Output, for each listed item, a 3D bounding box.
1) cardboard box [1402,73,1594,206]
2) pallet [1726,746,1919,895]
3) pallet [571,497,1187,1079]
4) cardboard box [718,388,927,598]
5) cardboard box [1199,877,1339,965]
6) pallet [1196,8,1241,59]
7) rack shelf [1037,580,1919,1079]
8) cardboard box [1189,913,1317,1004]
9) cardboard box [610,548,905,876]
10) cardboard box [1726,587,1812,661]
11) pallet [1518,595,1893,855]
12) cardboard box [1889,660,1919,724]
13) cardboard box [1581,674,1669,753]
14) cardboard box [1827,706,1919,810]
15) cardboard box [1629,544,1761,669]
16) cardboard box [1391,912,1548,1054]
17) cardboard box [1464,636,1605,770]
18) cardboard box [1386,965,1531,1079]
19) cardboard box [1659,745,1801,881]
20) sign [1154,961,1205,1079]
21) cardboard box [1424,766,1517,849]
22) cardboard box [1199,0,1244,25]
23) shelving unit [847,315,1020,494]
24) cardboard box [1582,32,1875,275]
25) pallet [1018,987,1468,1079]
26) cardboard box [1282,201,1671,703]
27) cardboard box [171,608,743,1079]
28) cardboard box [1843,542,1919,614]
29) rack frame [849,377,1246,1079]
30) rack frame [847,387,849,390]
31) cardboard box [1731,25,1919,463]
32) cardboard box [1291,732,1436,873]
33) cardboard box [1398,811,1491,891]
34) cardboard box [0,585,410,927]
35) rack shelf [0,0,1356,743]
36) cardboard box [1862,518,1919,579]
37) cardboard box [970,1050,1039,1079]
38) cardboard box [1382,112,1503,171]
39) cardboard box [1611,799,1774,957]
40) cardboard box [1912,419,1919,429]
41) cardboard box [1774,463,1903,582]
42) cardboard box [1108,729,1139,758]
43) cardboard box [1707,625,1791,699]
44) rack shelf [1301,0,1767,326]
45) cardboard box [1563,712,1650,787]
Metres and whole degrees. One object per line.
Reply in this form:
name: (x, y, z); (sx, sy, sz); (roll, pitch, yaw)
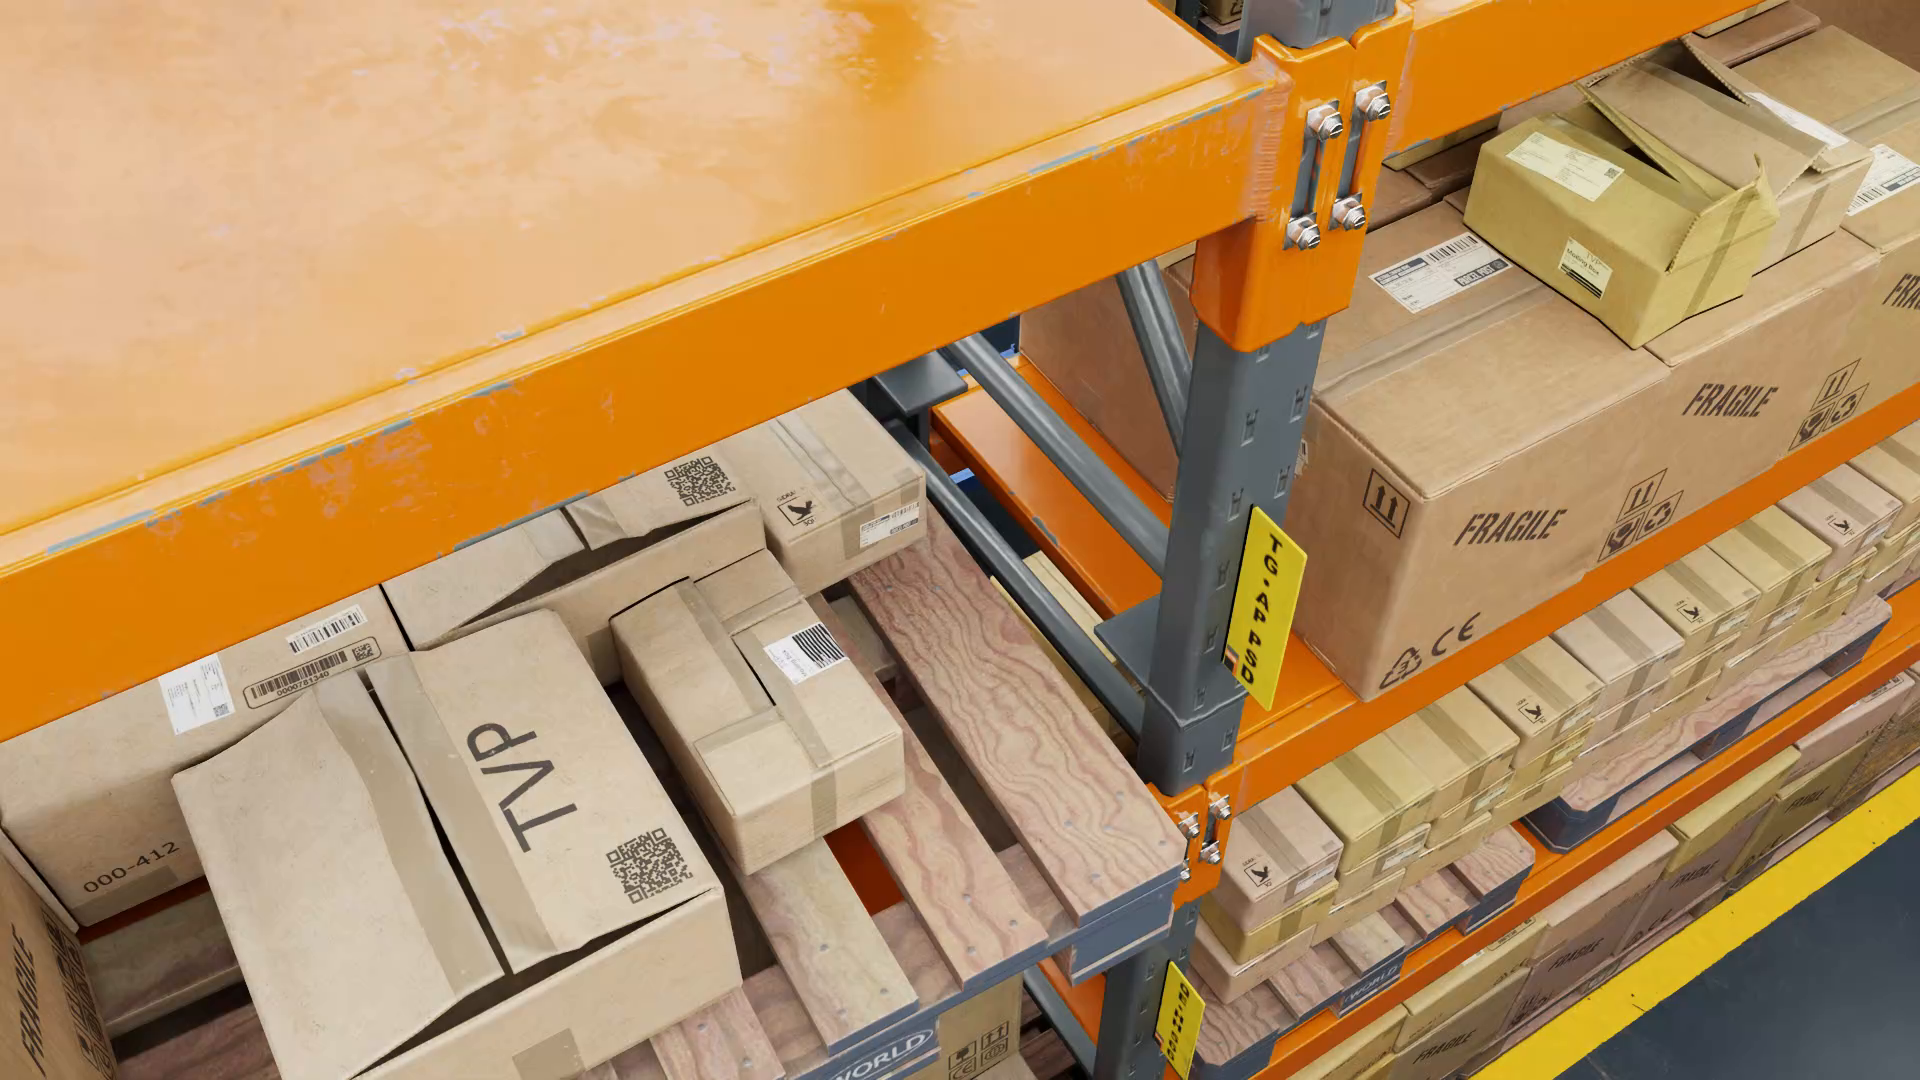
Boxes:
cardboard box: (0.873, -0.688, 3.224); (0.500, 0.500, 0.500); (-25, 53, -21)
pallet: (2.835, 0.583, 6.035); (1.213, 0.211, 1.003); (-25, 53, -21)
pallet: (-0.407, 0.294, 2.543); (1.003, 0.211, 1.213); (-23, 52, -19)
cardboard box: (-0.258, -0.116, 2.602); (0.250, 0.149, 0.380); (-27, 54, -22)
cardboard box: (0.625, 0.718, 3.735); (0.250, 0.149, 0.380); (-23, 52, -19)
pallet: (1.616, -3.154, 9.363); (1.213, 0.211, 1.003); (-25, 53, -21)
rack shelf: (1.801, 0.381, 4.829); (4.000, 0.370, 1.077); (-25, 53, -21)
cardboard box: (0.596, 0.832, 3.833); (0.250, 0.149, 0.380); (-26, 53, -21)
cardboard box: (-0.280, 0.223, 2.287); (0.250, 0.166, 0.380); (-25, 53, -21)
cardboard box: (1.940, 0.094, 4.291); (0.250, 0.149, 0.380); (-23, 52, -20)
pallet: (1.762, 0.188, 4.648); (1.213, 0.211, 1.003); (-25, 53, -21)
cardboard box: (2.997, 0.243, 5.360); (0.500, 0.250, 0.500); (-27, 53, -22)
cardboard box: (1.502, 0.301, 4.107); (0.250, 0.149, 0.380); (-25, 53, -21)
cardboard box: (3.001, 0.490, 5.643); (0.500, 0.500, 0.500); (-26, 53, -21)
cardboard box: (1.714, 0.098, 4.088); (0.250, 0.149, 0.380); (-24, 52, -20)
cardboard box: (1.251, 1.057, 4.636); (0.500, 0.250, 0.500); (-26, 53, -21)
cardboard box: (1.264, 0.314, 3.896); (0.250, 0.149, 0.380); (-27, 54, -22)
cardboard box: (1.267, 1.307, 4.915); (0.500, 0.500, 0.500); (-25, 53, -20)
cardboard box: (2.116, 0.659, 4.990); (0.500, 0.250, 0.500); (-27, 54, -22)
sign: (0.408, 0.903, 3.107); (0.005, 0.325, 0.100); (-25, 53, -21)
cardboard box: (1.078, 0.500, 3.929); (0.250, 0.149, 0.380); (-27, 54, -22)
cardboard box: (1.532, -3.474, 8.922); (0.875, 0.875, 0.875); (-25, 53, -21)
shelving unit: (-0.072, -0.465, 6.105); (1.048, 1.500, 0.538); (-25, 53, -21)
cardboard box: (1.229, -0.666, 2.692); (0.258, 0.266, 0.396); (-25, 53, -21)
pallet: (0.771, 1.556, 5.169); (1.213, 0.211, 1.003); (-25, 53, -21)
cardboard box: (0.735, -0.152, 2.746); (0.500, 0.500, 0.500); (-25, 53, -21)
cardboard box: (-0.614, 0.404, 2.030); (0.500, 0.311, 0.500); (-25, 53, -21)
cardboard box: (2.387, -0.012, 4.584); (0.250, 0.149, 0.380); (-27, 54, -22)
rack frame: (0.110, 0.939, 3.851); (0.127, 3.000, 1.000); (-25, 53, -21)
rack frame: (-0.502, -0.262, 5.925); (0.032, 1.500, 0.500); (-25, 53, -21)
cardboard box: (1.574, -0.558, 3.108); (0.500, 0.500, 0.500); (-25, 53, -21)
cardboard box: (0.830, 0.514, 3.718); (0.250, 0.149, 0.380); (-27, 54, -22)
cardboard box: (1.051, 0.617, 4.024); (0.250, 0.149, 0.380); (-23, 52, -19)
cardboard box: (-1.044, 0.167, 2.282); (0.500, 0.250, 0.500); (-24, 53, -20)
rack shelf: (-1.582, 0.113, 1.319); (4.000, 0.370, 1.077); (-25, 53, -21)
cardboard box: (2.378, -0.110, 4.472); (0.250, 0.149, 0.380); (-28, 54, -23)
cardboard box: (-0.128, 1.254, 3.503); (0.500, 0.500, 0.500); (-25, 53, -21)
cardboard box: (0.739, -0.886, 2.888); (0.258, 0.266, 0.396); (-25, 53, -21)
cardboard box: (2.131, 0.896, 5.281); (0.500, 0.500, 0.500); (-26, 53, -22)
cardboard box: (2.589, -0.312, 4.453); (0.250, 0.149, 0.380); (-25, 53, -21)
cardboard box: (2.154, -0.107, 4.271); (0.250, 0.149, 0.380); (-27, 54, -22)
cardboard box: (0.281, 0.396, 4.221); (0.250, 0.149, 0.380); (-24, 53, -20)
cardboard box: (1.937, 0.199, 4.396); (0.250, 0.149, 0.380); (-27, 54, -22)
rack shelf: (1.801, -1.481, 2.738); (4.000, 0.370, 1.077); (-25, 53, -21)
cardboard box: (1.502, 0.401, 4.217); (0.250, 0.149, 0.380); (-24, 52, -20)
